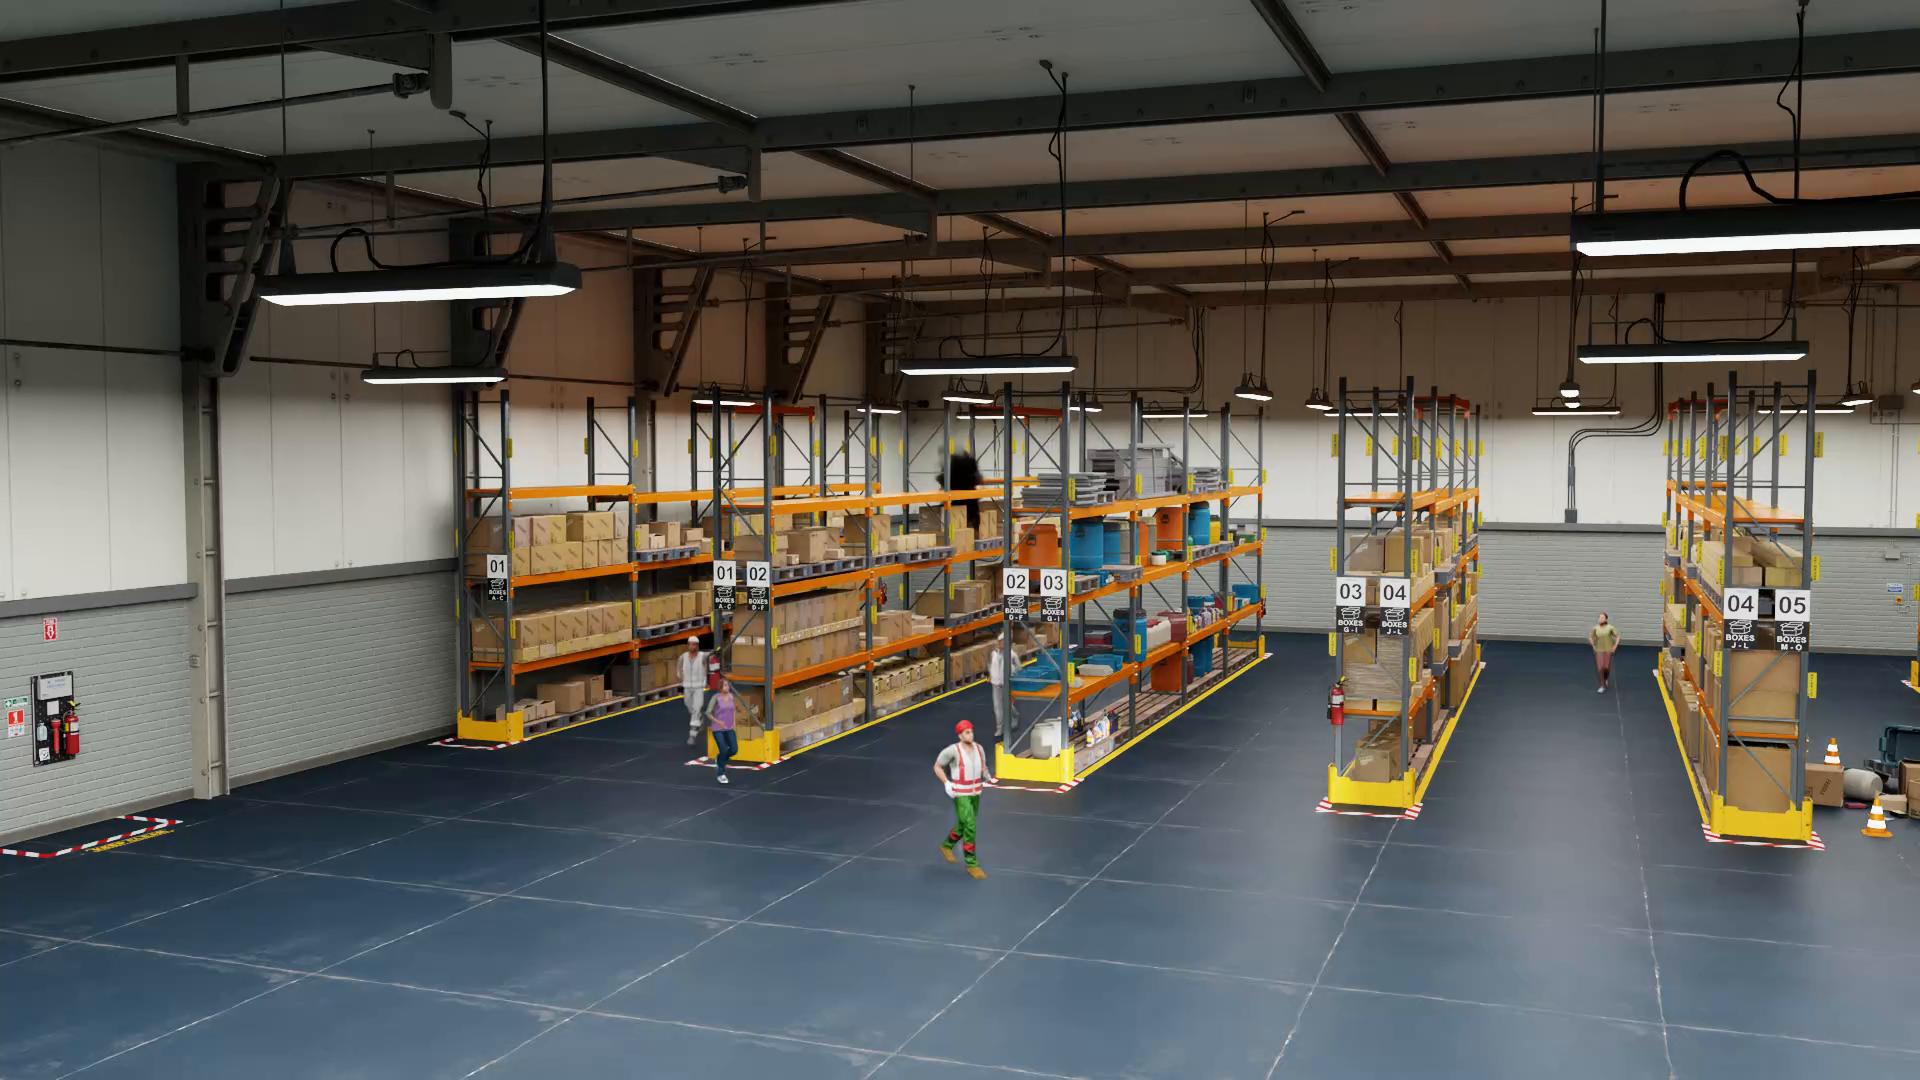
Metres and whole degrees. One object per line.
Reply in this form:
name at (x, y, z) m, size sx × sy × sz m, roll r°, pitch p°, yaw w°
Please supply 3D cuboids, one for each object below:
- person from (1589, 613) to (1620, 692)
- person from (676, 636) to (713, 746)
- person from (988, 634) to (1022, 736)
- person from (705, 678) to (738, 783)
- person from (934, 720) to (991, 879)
person at (13.223, 2.311, 34.182) m, size 0.586 × 1.632 × 0.529 m, roll 2°, pitch 4°, yaw 30°
person at (-4.527, 2.530, 28.342) m, size 0.653 × 1.799 × 0.987 m, roll 1°, pitch 3°, yaw 10°
person at (0.754, 2.515, 29.101) m, size 0.671 × 1.757 × 0.768 m, roll 1°, pitch 3°, yaw 20°
person at (-3.569, 2.851, 24.960) m, size 0.559 × 1.569 × 0.540 m, roll -3°, pitch 4°, yaw -42°
person at (0.053, 3.002, 19.561) m, size 0.641 × 1.796 × 0.900 m, roll -3°, pitch 4°, yaw -41°
